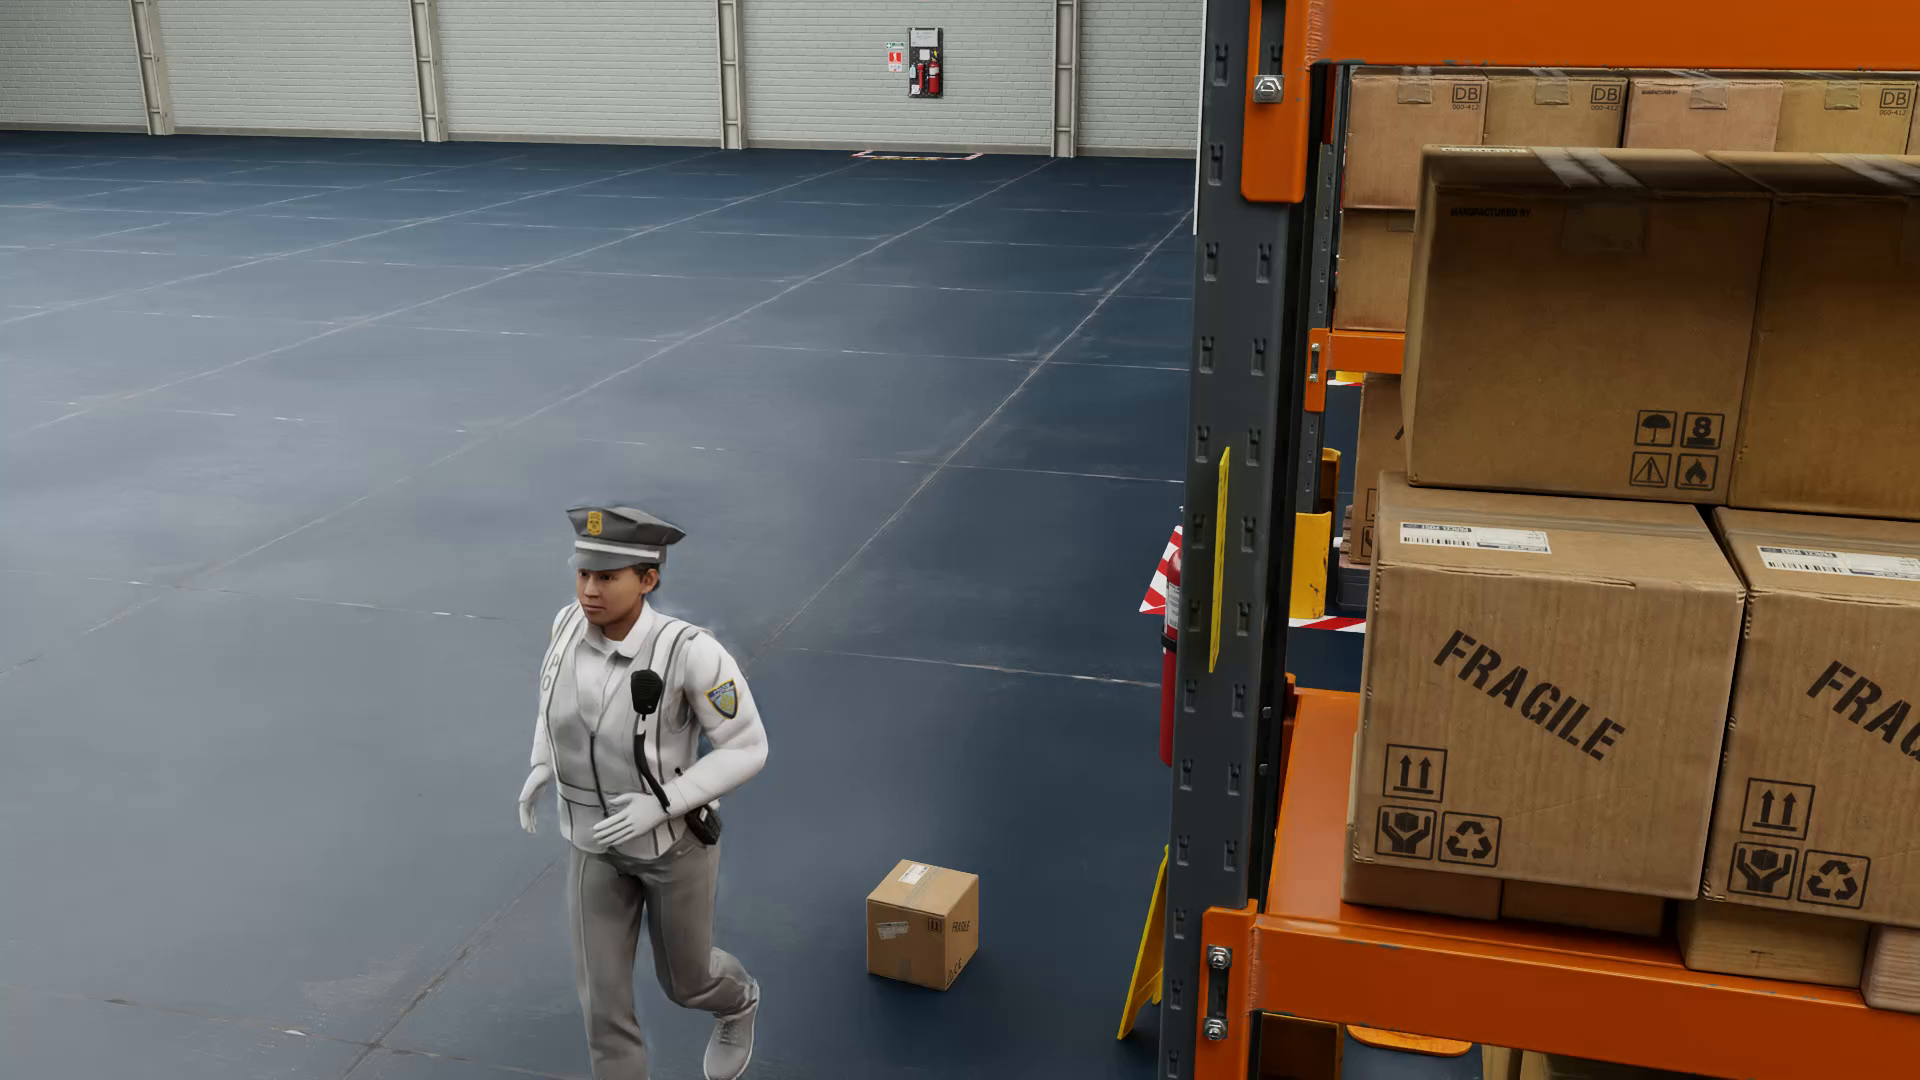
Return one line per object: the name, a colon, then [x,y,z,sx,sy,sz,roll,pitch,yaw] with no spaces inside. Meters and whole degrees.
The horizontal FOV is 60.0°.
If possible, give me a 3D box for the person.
person: [-0.734,0.695,3.878,0.641,1.684,0.843,5,19,16]
